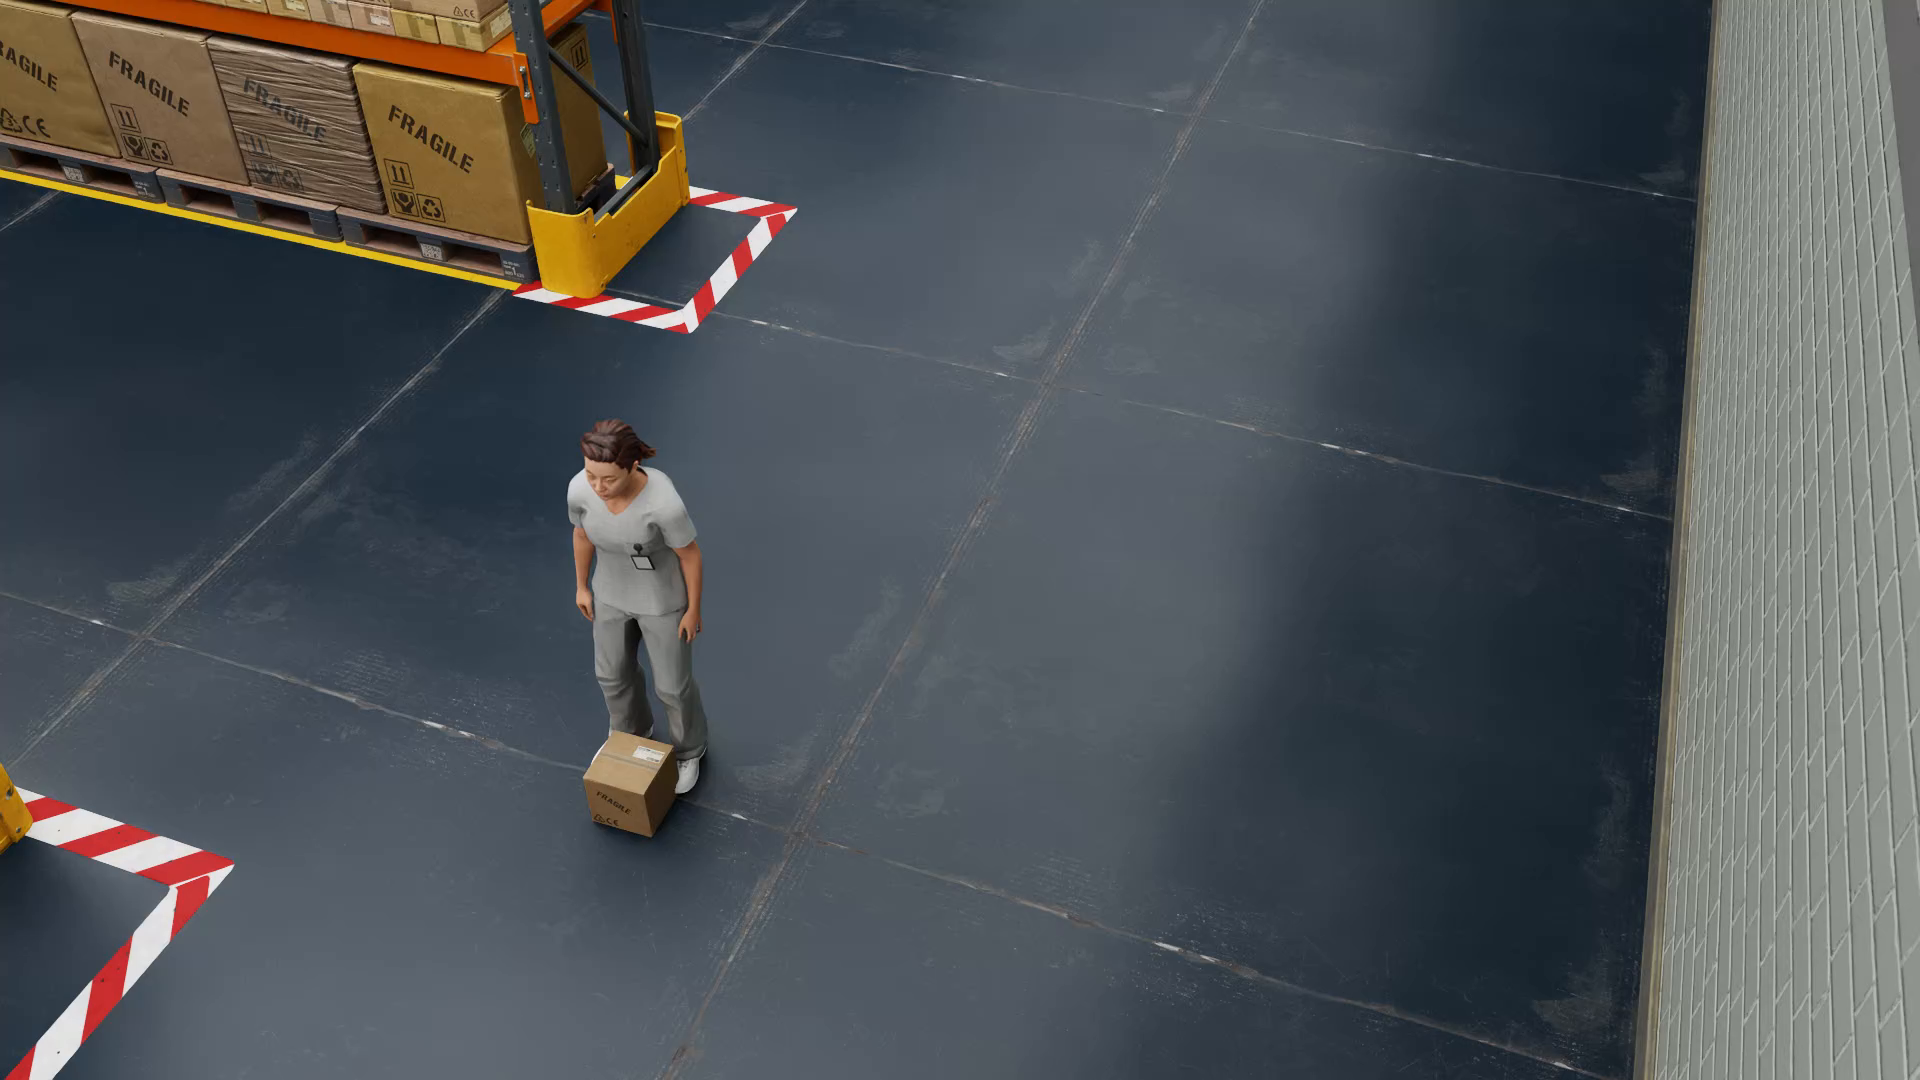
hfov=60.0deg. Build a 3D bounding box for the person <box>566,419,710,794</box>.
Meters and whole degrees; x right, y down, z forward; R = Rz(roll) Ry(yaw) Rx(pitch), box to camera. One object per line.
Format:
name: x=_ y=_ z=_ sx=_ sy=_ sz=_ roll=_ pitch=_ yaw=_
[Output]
person: x=-1.142 y=0.221 z=5.912 sx=0.504 sy=1.673 sz=0.350 roll=13 pitch=43 yaw=14
